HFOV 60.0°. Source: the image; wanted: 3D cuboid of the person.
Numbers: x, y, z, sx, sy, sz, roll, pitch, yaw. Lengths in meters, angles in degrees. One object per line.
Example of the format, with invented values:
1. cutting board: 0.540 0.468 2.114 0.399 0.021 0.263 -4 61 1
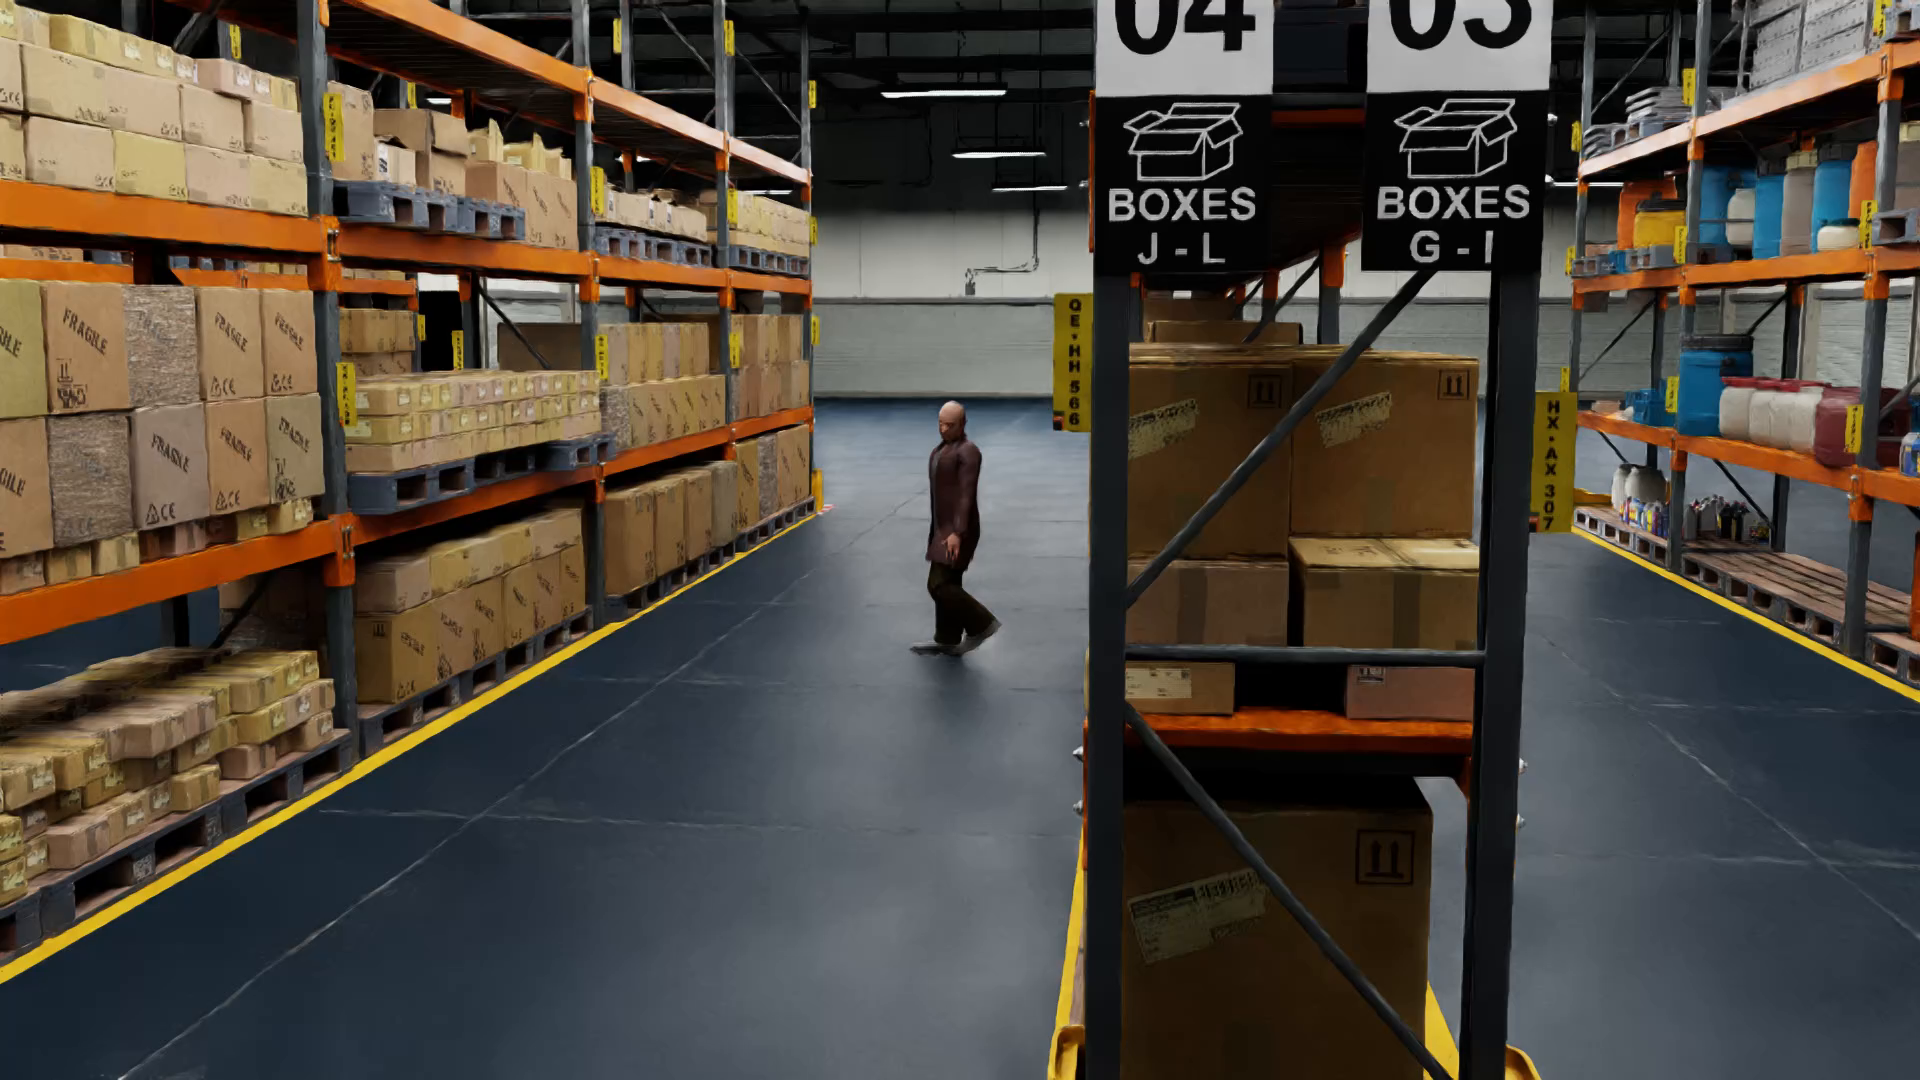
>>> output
1. person: -0.010 -0.056 11.197 0.555 1.763 0.640 -2 8 -18
